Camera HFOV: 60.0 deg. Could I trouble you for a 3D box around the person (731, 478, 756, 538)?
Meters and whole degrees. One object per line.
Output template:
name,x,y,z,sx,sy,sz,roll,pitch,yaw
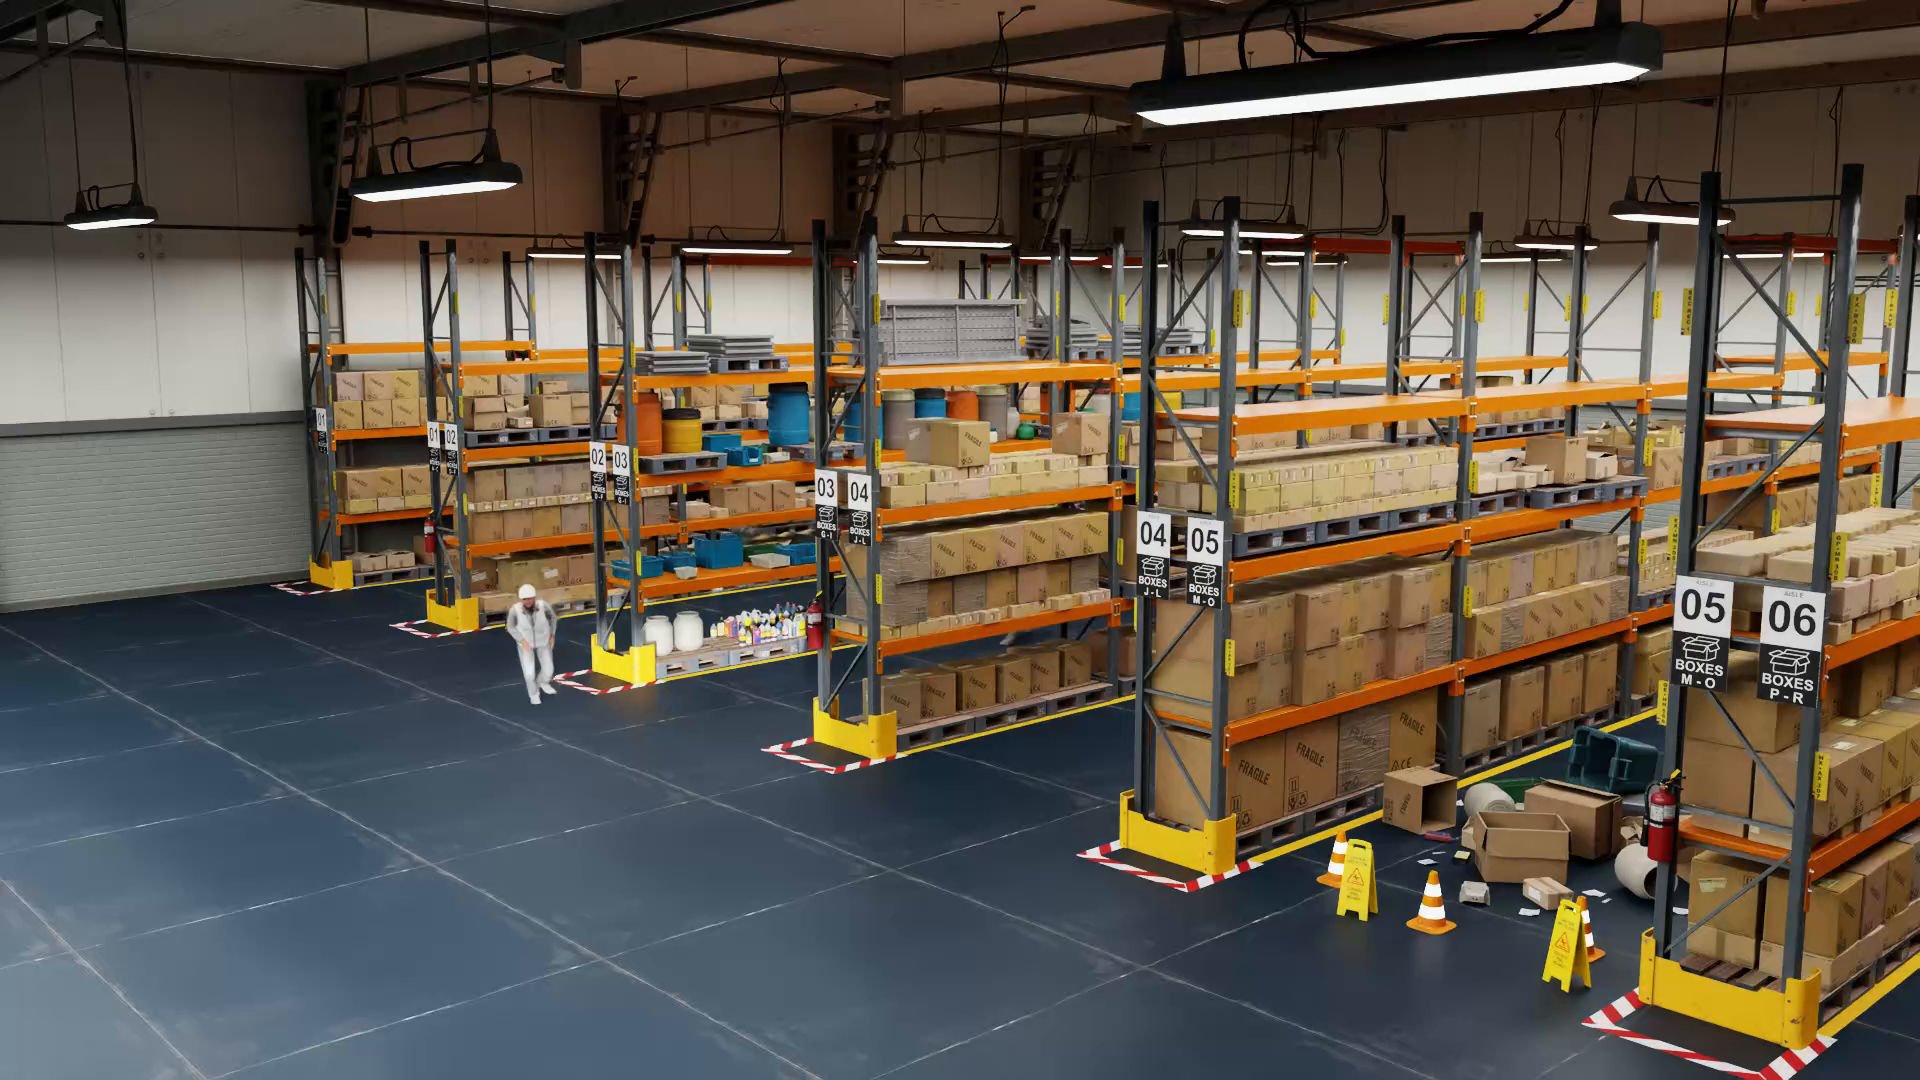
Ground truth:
person,-4.330,-0.504,33.063,0.681,1.704,0.755,5,10,33

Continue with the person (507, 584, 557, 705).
person,-5.401,1.299,21.021,0.625,1.612,0.922,-3,9,-20

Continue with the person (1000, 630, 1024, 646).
person,0.843,0.694,24.861,0.596,1.666,0.862,6,10,34
